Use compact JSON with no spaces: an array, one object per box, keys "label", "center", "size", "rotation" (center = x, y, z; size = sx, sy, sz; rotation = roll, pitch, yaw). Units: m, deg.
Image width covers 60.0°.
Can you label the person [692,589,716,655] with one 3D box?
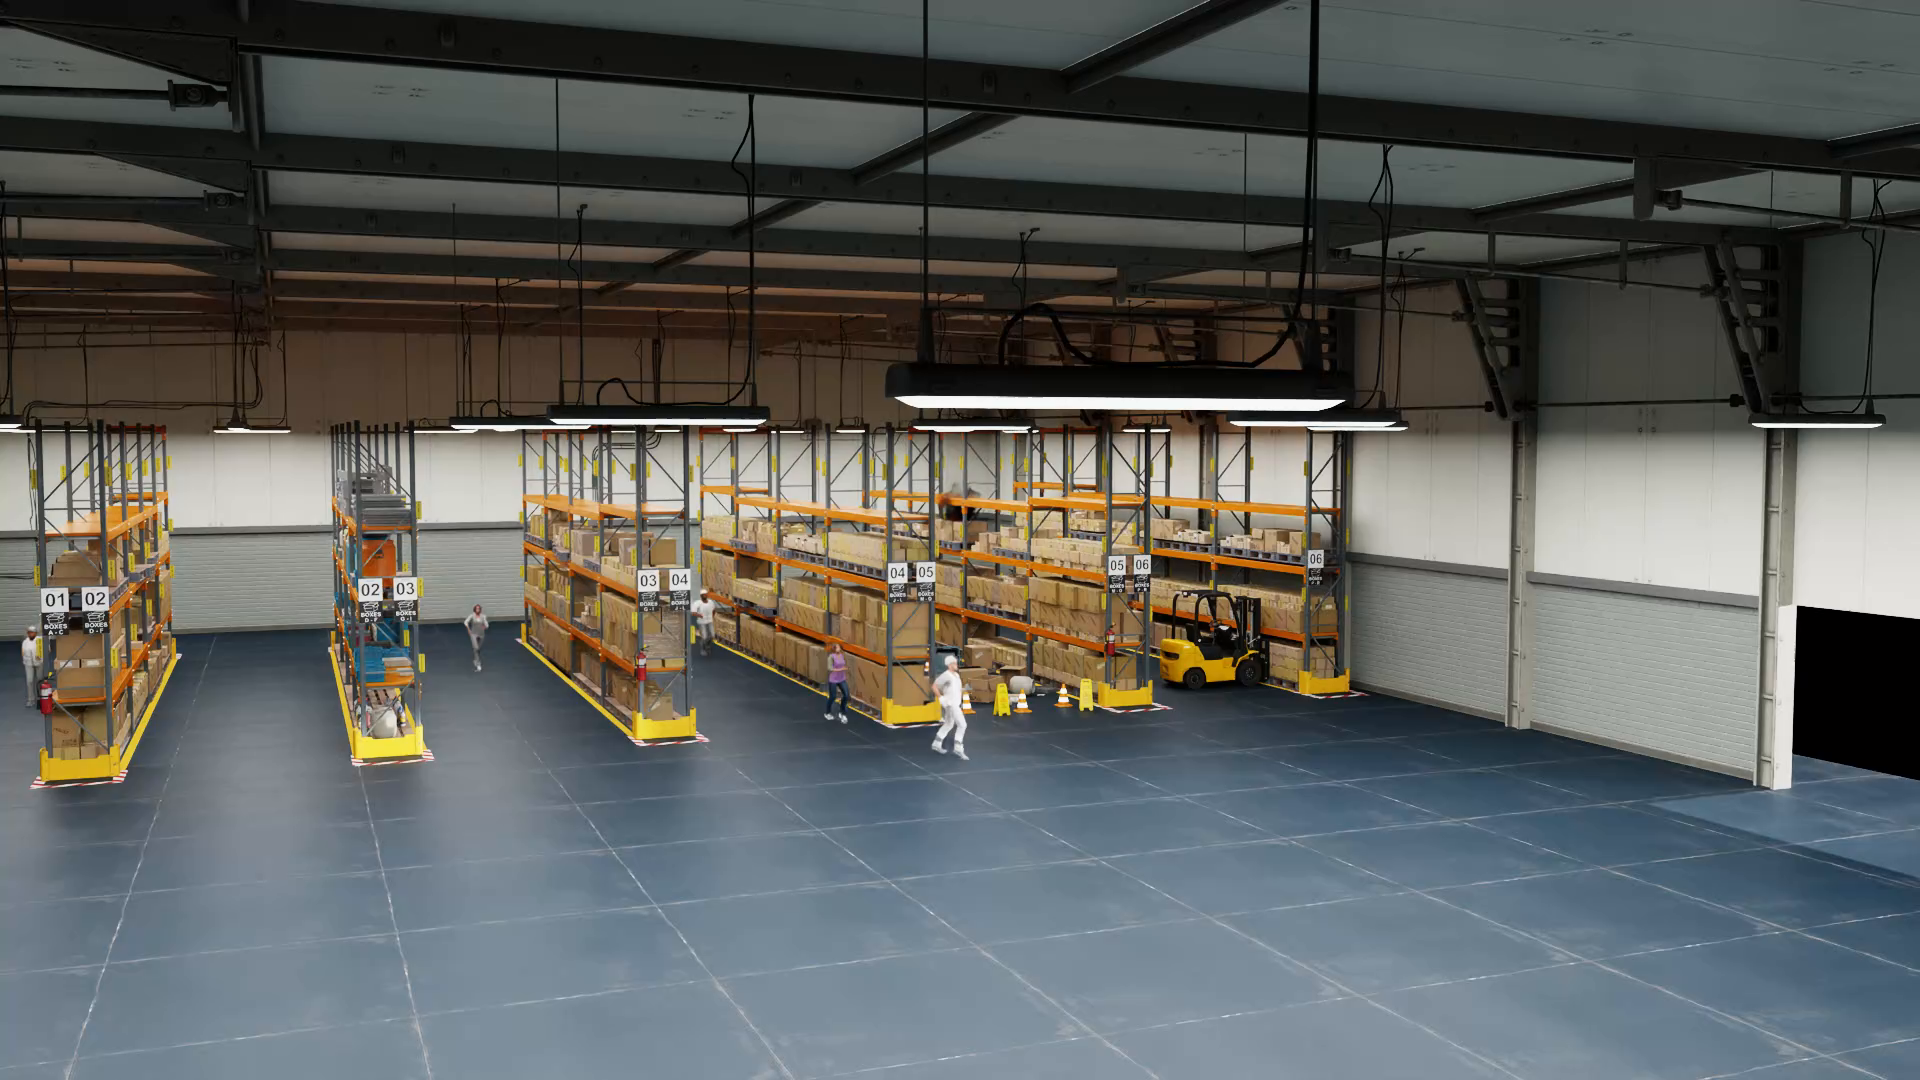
[{"label":"person","center":[-6.601,2.146,43.241],"size":[0.686,1.721,0.593],"rotation":[-2,4,-30]}]

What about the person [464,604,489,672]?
[{"label":"person","center":[-11.787,2.374,40.625],"size":[0.539,1.613,0.871],"rotation":[-2,4,-30]}]

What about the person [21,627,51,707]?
[{"label":"person","center":[-19.663,2.661,35.386],"size":[0.599,1.663,0.858],"rotation":[-1,4,-15]}]

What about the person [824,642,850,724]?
[{"label":"person","center":[-2.447,2.857,33.172],"size":[0.507,1.623,0.697],"rotation":[-3,5,-40]}]

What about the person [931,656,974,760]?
[{"label":"person","center":[-0.151,2.978,29.560],"size":[0.790,1.848,0.645],"rotation":[1,4,14]}]
